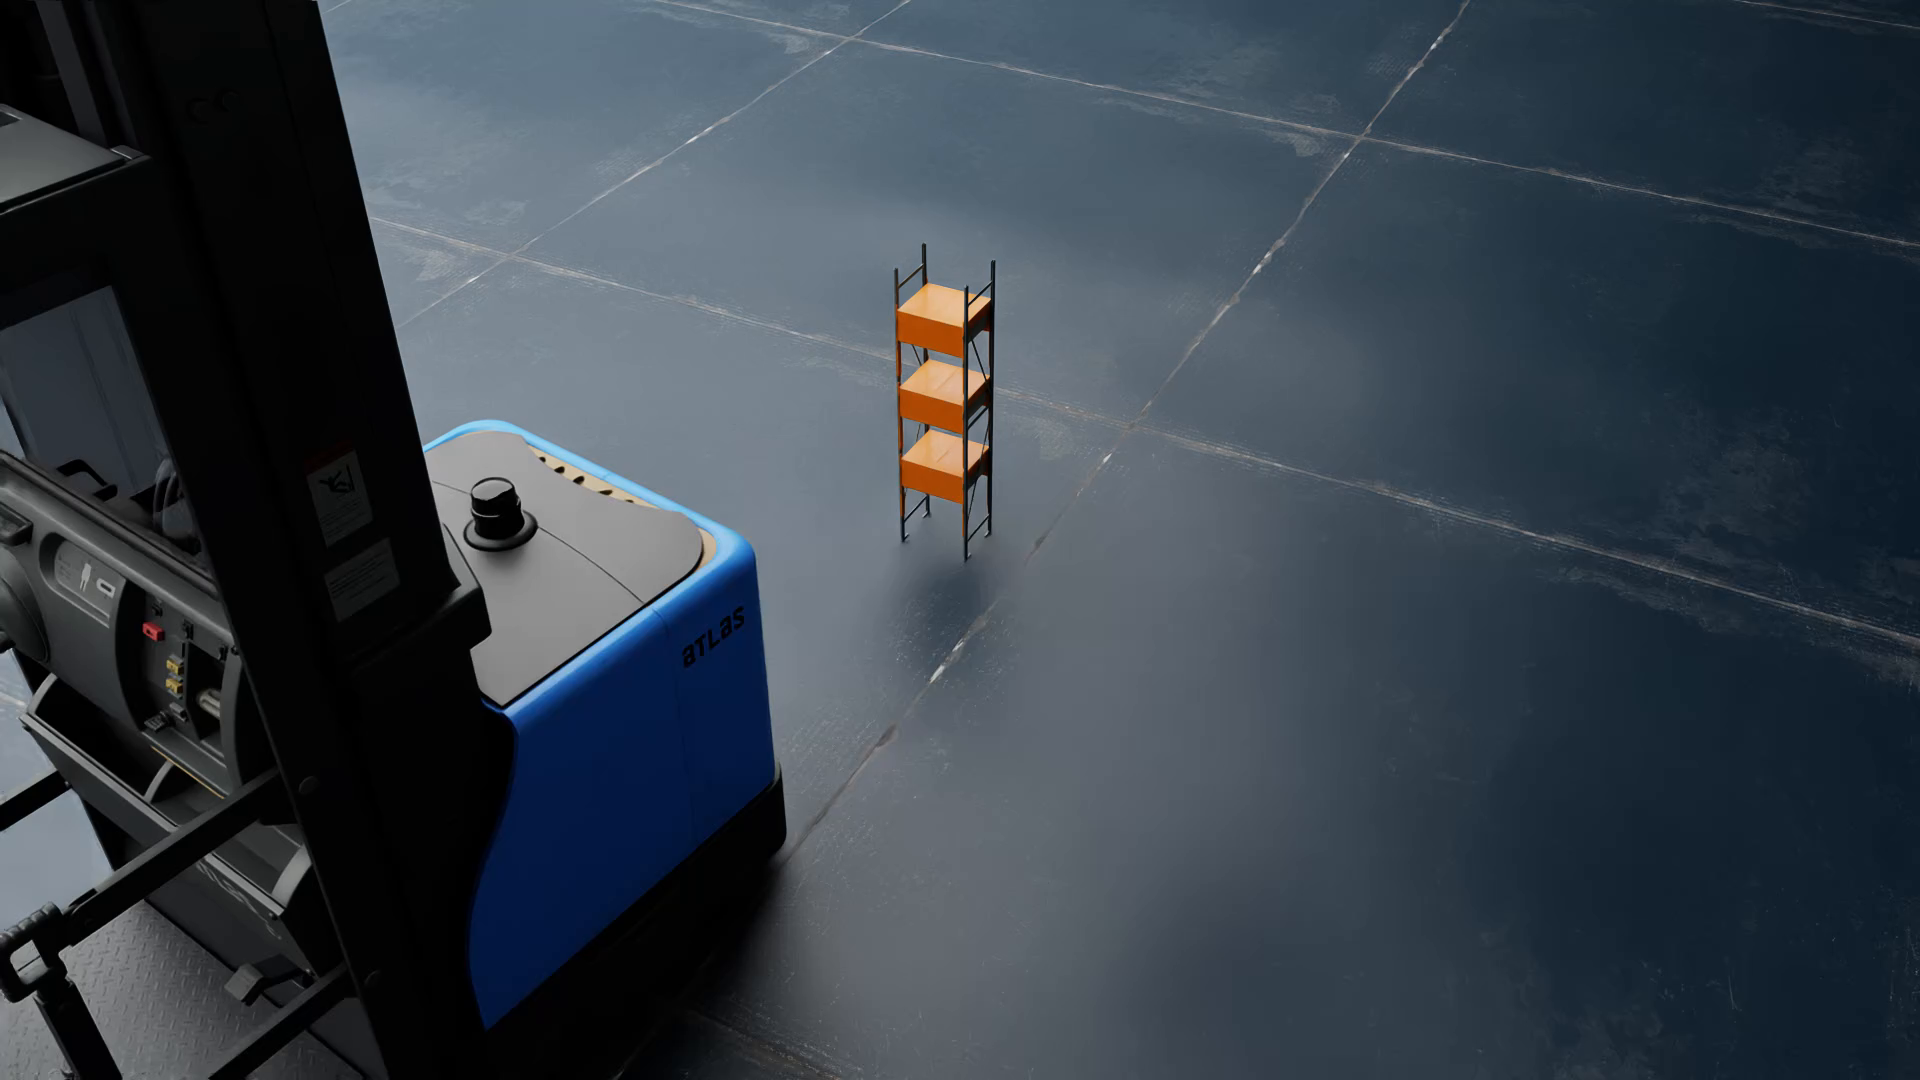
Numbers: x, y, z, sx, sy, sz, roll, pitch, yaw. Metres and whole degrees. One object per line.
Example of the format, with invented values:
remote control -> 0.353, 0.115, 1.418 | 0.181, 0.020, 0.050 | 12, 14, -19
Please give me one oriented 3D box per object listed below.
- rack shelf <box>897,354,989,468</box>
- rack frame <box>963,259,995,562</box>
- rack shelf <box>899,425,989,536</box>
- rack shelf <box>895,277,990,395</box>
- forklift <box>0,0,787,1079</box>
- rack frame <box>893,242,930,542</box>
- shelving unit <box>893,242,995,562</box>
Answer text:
rack shelf -> -0.048, -0.425, 5.459 | 0.240, 0.259, 0.215 | 17, 41, 21
rack frame -> 0.061, -0.399, 5.407 | 0.008, 1.050, 0.200 | 17, 41, 21
rack shelf -> -0.048, -0.203, 5.627 | 0.240, 0.259, 0.215 | 17, 41, 21
rack shelf -> -0.048, -0.651, 5.287 | 0.240, 0.259, 0.215 | 17, 41, 21
forklift -> -1.755, 0.233, 3.019 | 1.130, 2.935, 3.031 | 24, 43, 28
rack frame -> -0.156, -0.467, 5.497 | 0.008, 1.050, 0.200 | 17, 41, 21
shelving unit -> -0.048, -0.433, 5.452 | 0.252, 1.050, 0.215 | 17, 41, 21
